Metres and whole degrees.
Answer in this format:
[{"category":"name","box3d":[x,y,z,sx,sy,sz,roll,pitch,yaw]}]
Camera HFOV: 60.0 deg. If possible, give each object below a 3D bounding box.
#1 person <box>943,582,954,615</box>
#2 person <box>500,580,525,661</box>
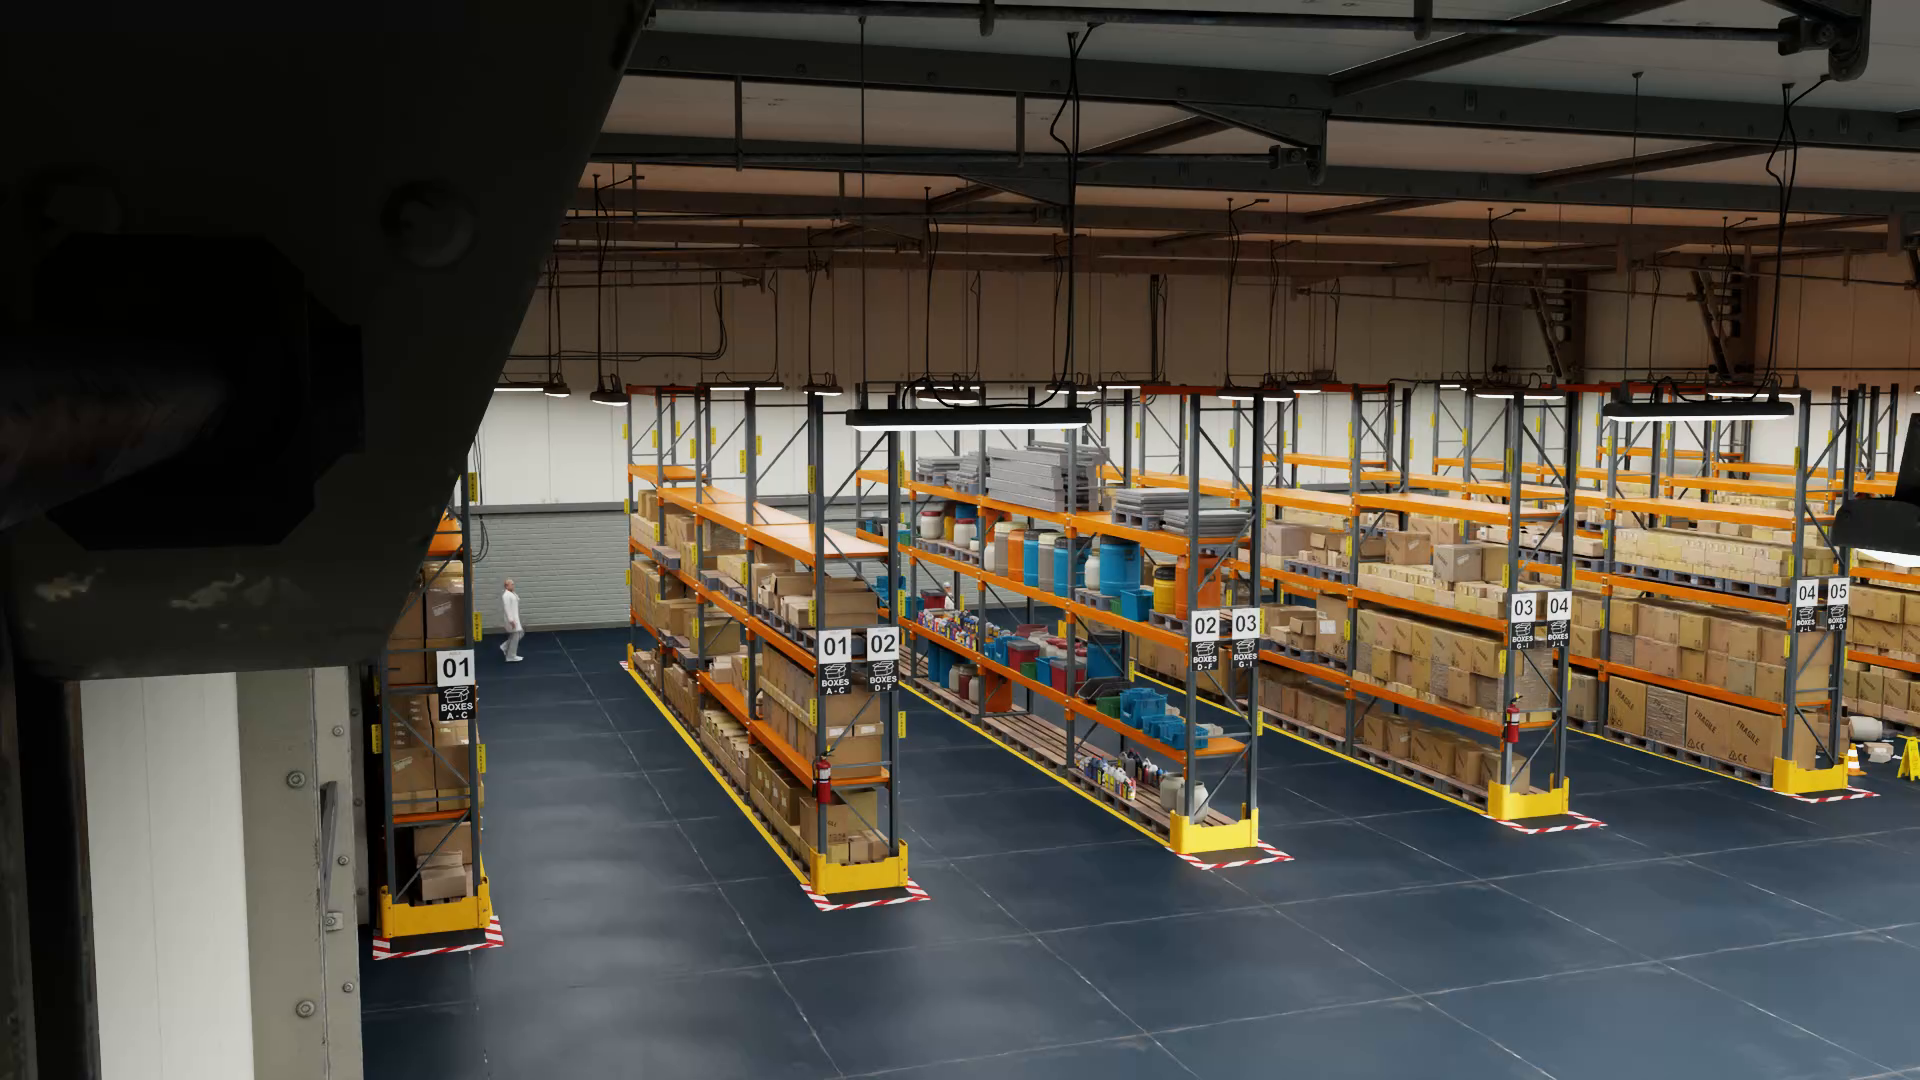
[{"category":"person","box3d":[-0.252,1.748,36.531,0.574,1.669,0.519,4,7,34]},{"category":"person","box3d":[-9.671,1.775,35.864,0.549,1.669,0.598,-1,6,-12]}]
